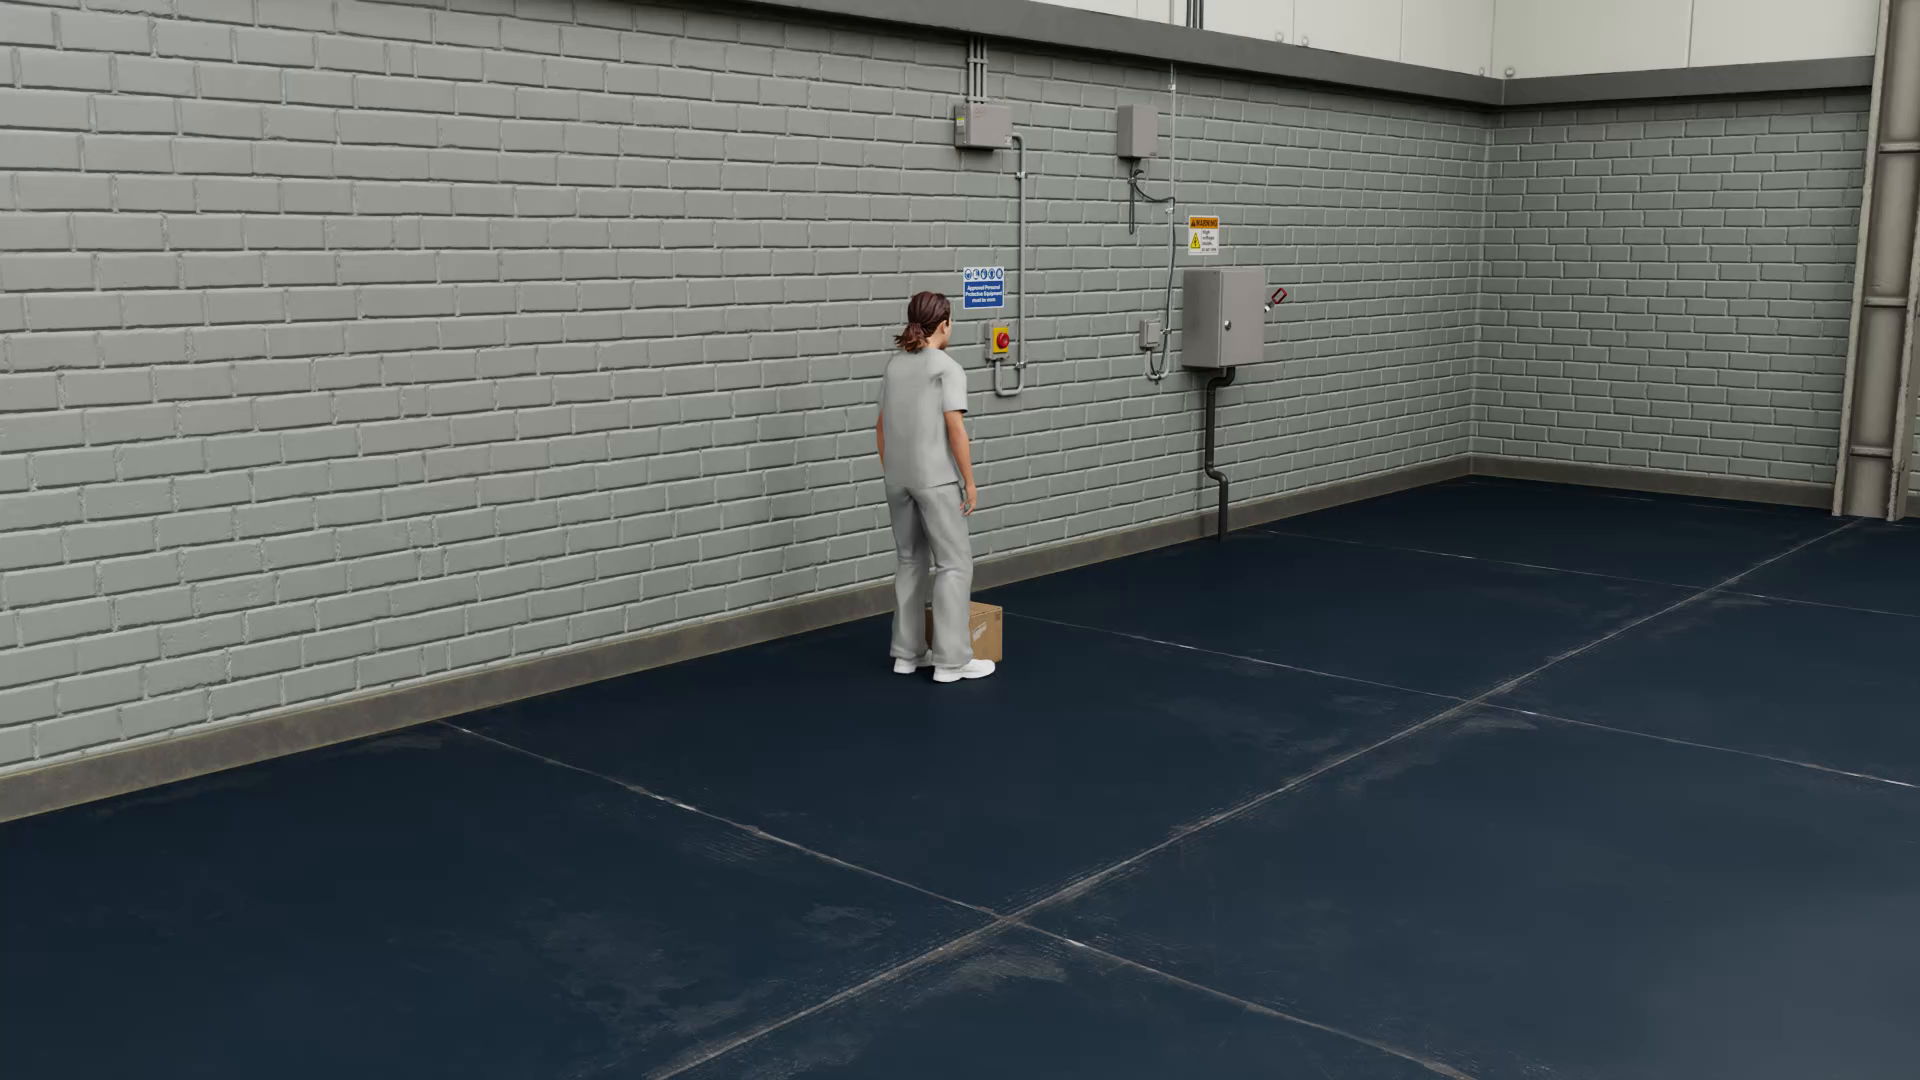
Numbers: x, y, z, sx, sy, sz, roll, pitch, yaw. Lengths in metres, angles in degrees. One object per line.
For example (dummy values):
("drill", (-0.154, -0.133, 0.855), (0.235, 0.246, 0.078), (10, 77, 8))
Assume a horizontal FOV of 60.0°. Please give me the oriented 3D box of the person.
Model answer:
("person", (-0.134, -0.235, 7.219), (0.511, 1.671, 0.362), (8, 13, 37))
